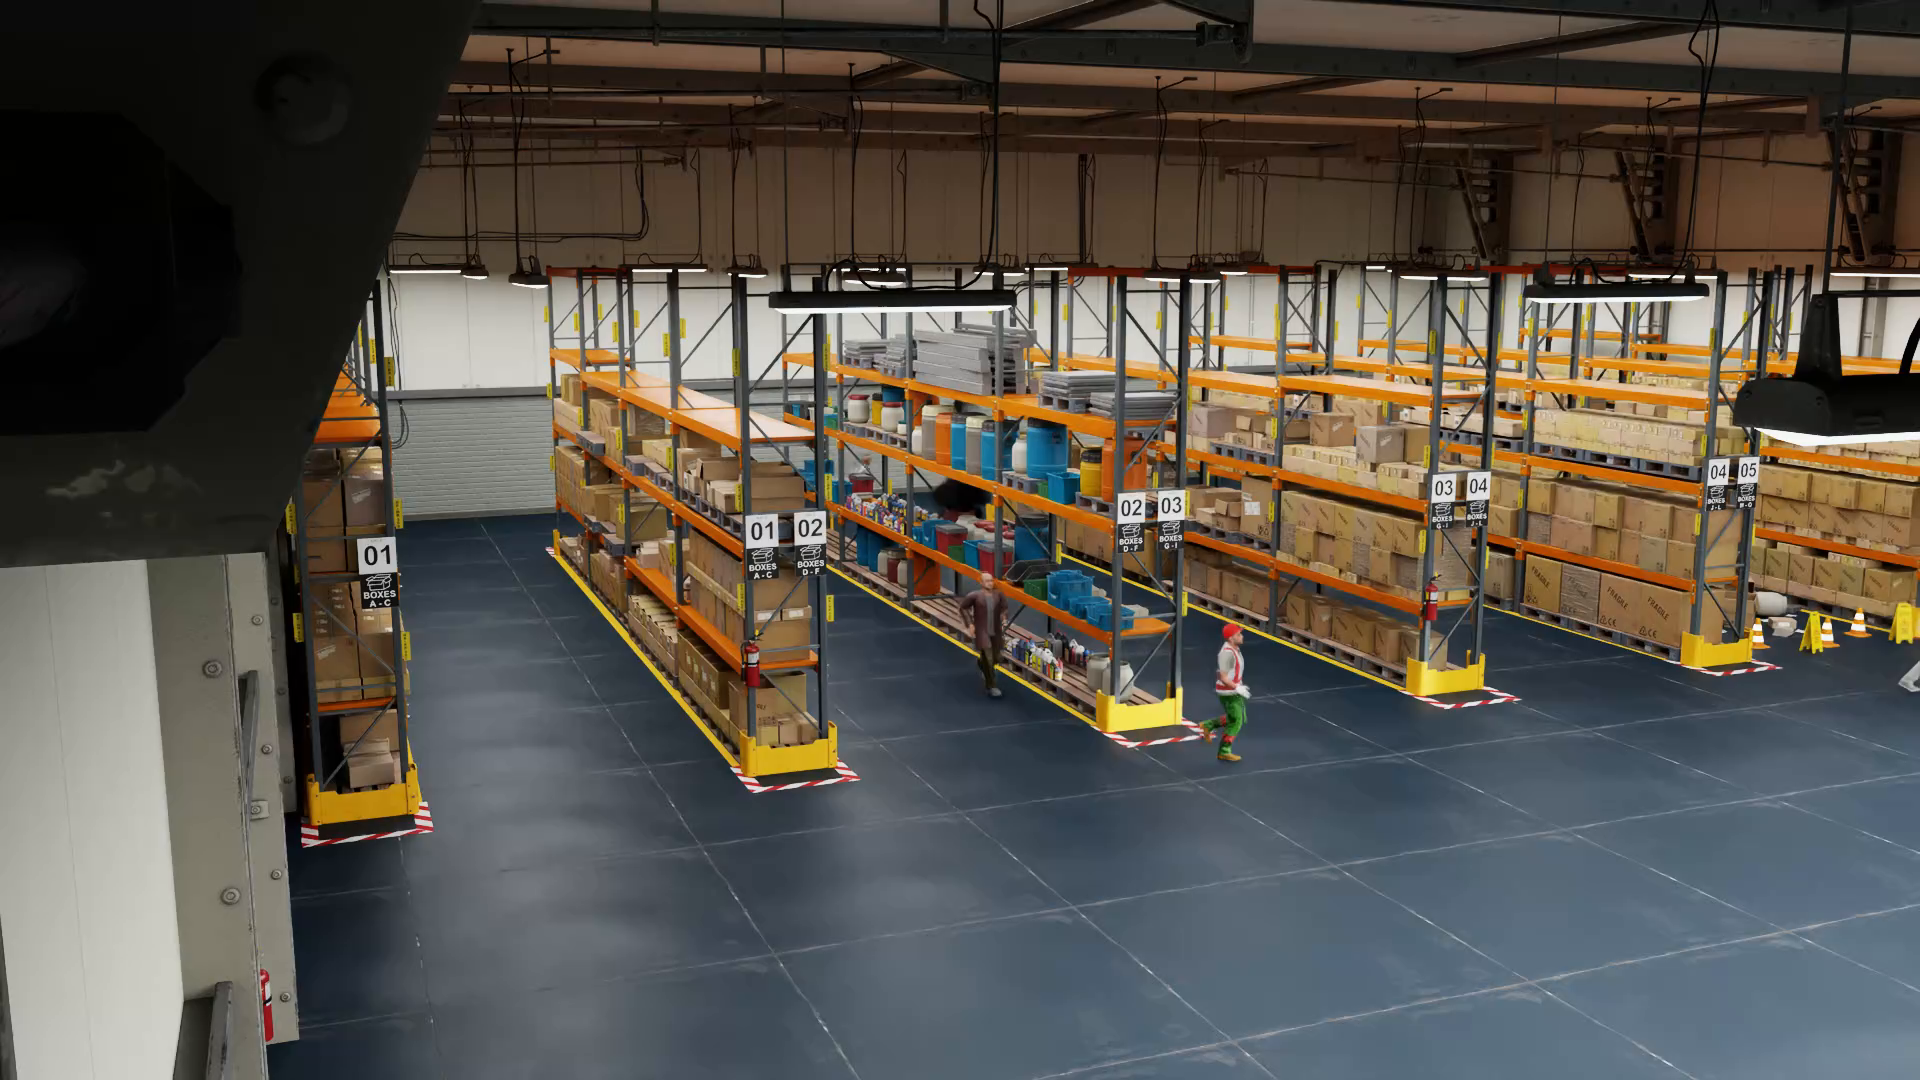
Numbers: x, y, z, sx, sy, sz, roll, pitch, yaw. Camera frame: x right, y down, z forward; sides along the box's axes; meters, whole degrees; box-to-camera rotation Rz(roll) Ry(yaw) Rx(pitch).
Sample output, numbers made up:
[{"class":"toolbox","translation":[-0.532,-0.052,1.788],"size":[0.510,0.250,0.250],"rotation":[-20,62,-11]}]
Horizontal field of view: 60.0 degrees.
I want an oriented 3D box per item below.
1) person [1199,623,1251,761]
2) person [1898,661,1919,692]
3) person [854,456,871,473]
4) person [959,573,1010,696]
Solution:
[{"class":"person","translation":[3.327,1.888,20.805],"size":[0.668,1.749,0.687],"rotation":[3,10,17]},{"class":"person","translation":[14.081,1.444,23.826],"size":[1.013,1.675,0.702],"rotation":[5,11,25]},{"class":"person","translation":[-2.492,-1.223,39.376],"size":[0.810,1.545,0.539],"rotation":[-4,11,-21]},{"class":"person","translation":[0.371,1.327,23.950],"size":[0.711,1.750,0.884],"rotation":[-4,11,-23]}]
